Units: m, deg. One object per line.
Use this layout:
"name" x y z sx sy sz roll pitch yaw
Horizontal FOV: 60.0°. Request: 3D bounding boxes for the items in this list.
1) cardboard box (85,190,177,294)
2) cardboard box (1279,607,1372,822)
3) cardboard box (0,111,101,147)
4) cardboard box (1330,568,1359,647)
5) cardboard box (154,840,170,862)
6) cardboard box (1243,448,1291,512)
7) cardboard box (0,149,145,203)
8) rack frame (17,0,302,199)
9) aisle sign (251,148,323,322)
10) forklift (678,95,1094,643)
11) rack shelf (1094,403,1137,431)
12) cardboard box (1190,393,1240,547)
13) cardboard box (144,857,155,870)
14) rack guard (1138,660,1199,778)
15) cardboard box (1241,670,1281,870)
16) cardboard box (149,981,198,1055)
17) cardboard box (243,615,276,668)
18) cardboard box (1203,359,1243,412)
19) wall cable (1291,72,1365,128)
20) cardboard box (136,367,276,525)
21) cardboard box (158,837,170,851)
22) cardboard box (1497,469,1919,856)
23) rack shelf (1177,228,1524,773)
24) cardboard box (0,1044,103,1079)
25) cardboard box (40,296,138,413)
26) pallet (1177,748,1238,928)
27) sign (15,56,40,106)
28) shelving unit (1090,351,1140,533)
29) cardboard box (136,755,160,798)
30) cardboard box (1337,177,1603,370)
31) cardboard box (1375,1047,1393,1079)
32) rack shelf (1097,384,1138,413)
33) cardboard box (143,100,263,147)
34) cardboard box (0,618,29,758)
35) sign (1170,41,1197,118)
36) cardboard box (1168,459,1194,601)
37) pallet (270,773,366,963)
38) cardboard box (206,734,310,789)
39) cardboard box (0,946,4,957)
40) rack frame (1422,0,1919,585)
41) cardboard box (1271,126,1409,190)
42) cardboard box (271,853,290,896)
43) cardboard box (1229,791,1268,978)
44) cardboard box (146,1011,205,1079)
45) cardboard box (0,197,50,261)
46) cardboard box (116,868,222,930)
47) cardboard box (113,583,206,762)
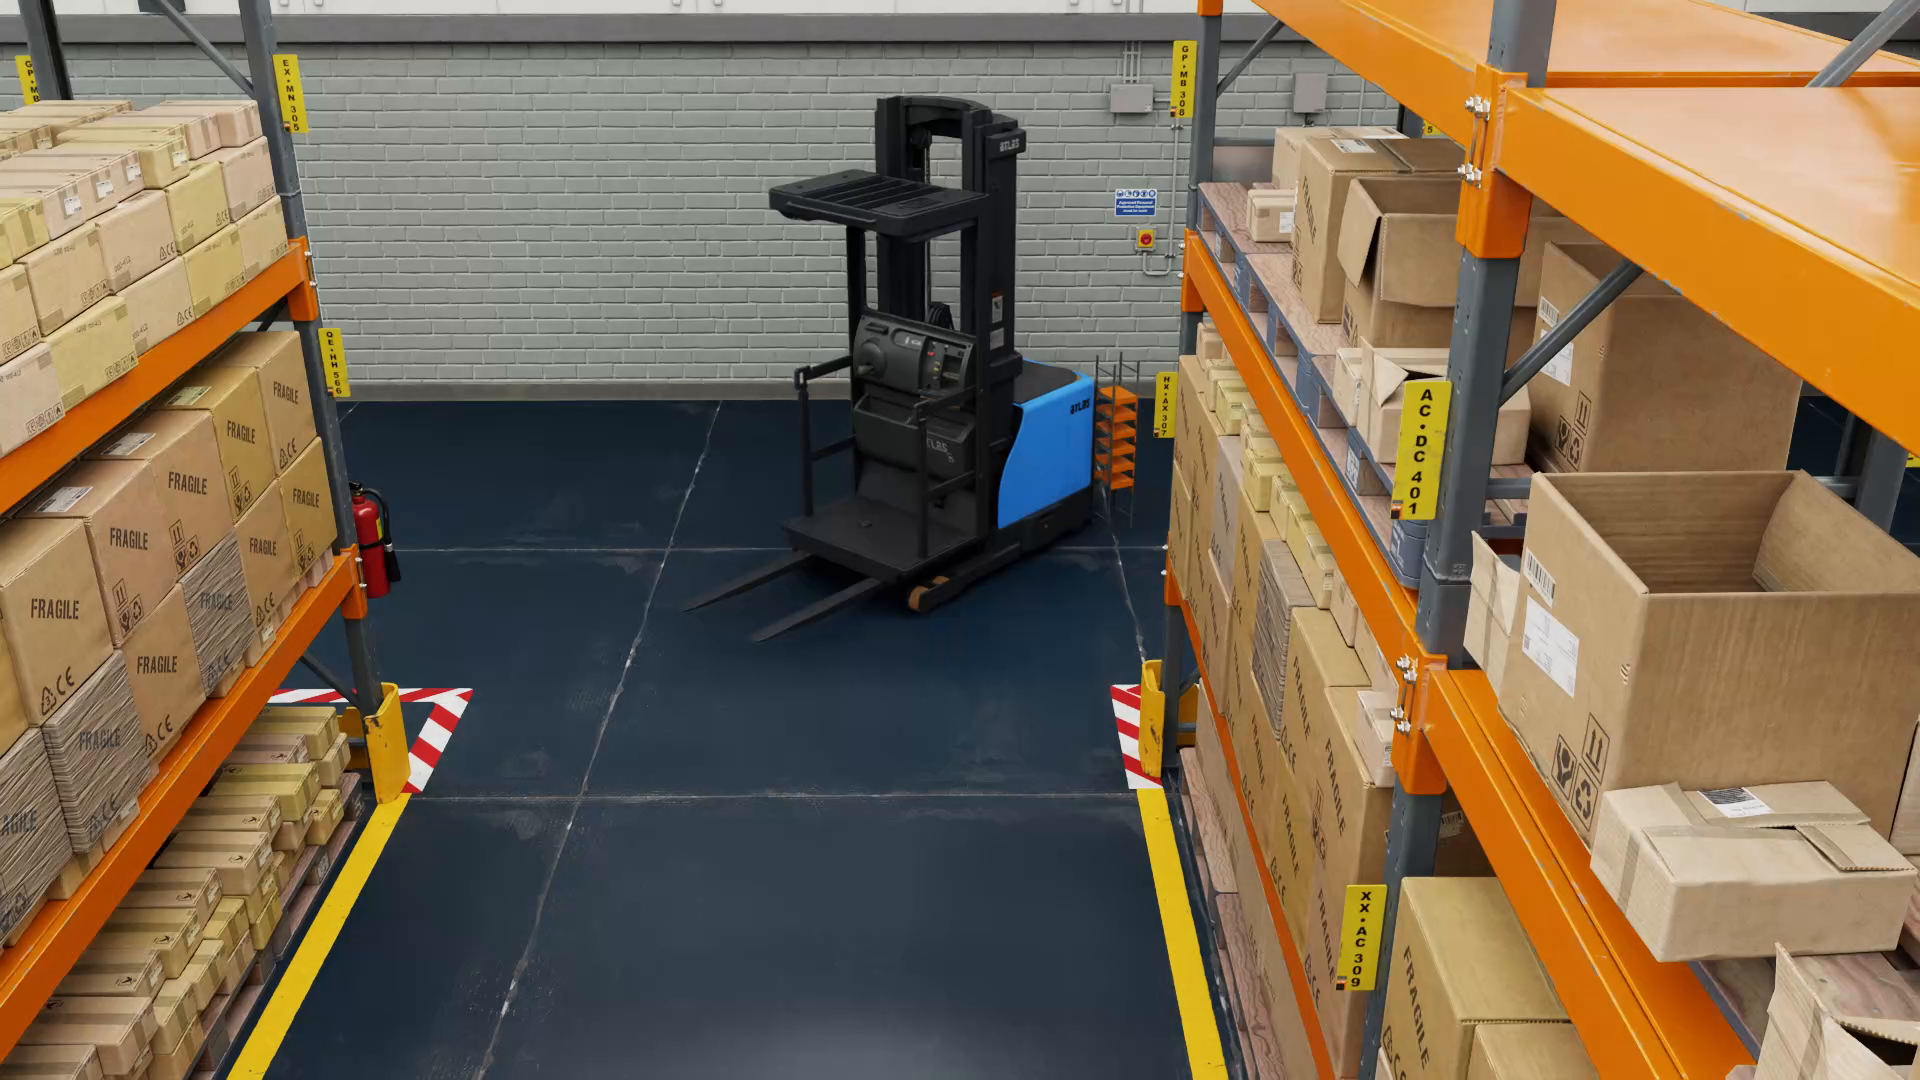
"cardboard box" -3.150 -1.060 5.890 0.500 0.250 0.500 0 24 0
"cardboard box" 1.294 0.536 5.089 0.500 0.500 0.500 -1 24 -1
"cardboard box" -3.658 -1.613 6.628 0.380 0.149 0.250 1 24 2
"cardboard box" 1.344 0.201 5.043 0.380 0.149 0.250 0 24 -1
"cardboard box" -3.221 1.369 7.172 0.380 0.149 0.250 -1 24 -1
"cardboard box" 1.231 -0.218 5.971 0.380 0.149 0.250 -1 24 -2
"cardboard box" -3.160 -1.296 5.927 0.380 0.149 0.250 -1 24 -2
"rack frame" -3.419 -2.878 6.693 1.000 3.000 0.127 0 24 -1
"aisle sign" -3.120 -1.360 7.463 0.394 0.787 0.004 0 24 -1
"forklift" -0.431 -1.116 10.161 1.130 2.935 3.031 19 31 36
"rack shelf" 1.045 -0.836 11.166 0.180 0.103 0.258 -11 27 -24
"cardboard box" 1.263 -0.298 6.933 0.500 0.500 0.500 -1 24 -2
"cardboard box" -3.746 1.496 7.252 0.380 0.149 0.250 0 24 0
"rack guard" 1.529 0.921 8.608 1.175 0.500 0.348 0 24 -1
"cardboard box" 1.281 0.785 5.753 0.500 0.500 0.500 -1 24 -1
"cardboard box" -3.110 1.792 6.237 0.380 0.149 0.250 0 24 -1
"cardboard box" -3.124 0.414 7.000 0.380 0.149 0.250 0 24 1
"cardboard box" 1.219 -0.642 6.908 0.380 0.149 0.250 0 24 1
"wall cable" 2.863 -3.006 13.023 0.588 1.984 0.122 0 24 -1
"cardboard box" -3.160 -0.385 6.766 0.500 0.500 0.500 -1 24 -2
"cardboard box" -3.632 1.258 7.417 0.380 0.149 0.250 0 24 0
"cardboard box" 1.293 0.201 2.895 0.500 0.500 0.500 -1 24 -2
"rack shelf" 1.551 -0.423 5.779 1.077 0.370 4.000 0 24 -1
"cardboard box" -3.193 1.872 5.698 0.380 0.149 0.250 -1 24 -2
"cardboard box" -3.119 -0.623 5.530 0.500 0.250 0.500 1 24 2
"pallet" 1.617 1.391 7.918 1.003 0.211 1.213 0 24 -1
"sign" -3.962 -1.907 7.126 0.100 0.325 0.005 0 24 -1
"shelving unit" 1.044 -0.657 11.246 0.189 1.200 0.258 -11 27 -24
"cardboard box" -3.164 0.847 6.042 0.380 0.149 0.250 1 24 1
"cardboard box" 1.526 -0.766 4.908 0.797 0.503 0.637 2 24 4
"cardboard box" 1.296 1.463 3.951 0.500 0.250 0.500 -1 24 -2
"rack shelf" 1.045 -0.945 11.116 0.180 0.103 0.258 -11 27 -24
"cardboard box" -3.122 -1.717 6.857 0.380 0.149 0.250 0 24 -1
"cardboard box" -3.158 0.466 4.883 0.500 0.500 0.500 -1 24 -2
"sign" 0.975 -2.009 7.256 0.100 0.325 0.005 0 24 -1
"cardboard box" 1.248 -0.055 7.610 0.500 0.500 0.500 0 24 -1
"pallet" -3.445 1.492 7.694 1.003 0.211 1.213 0 24 -1
"cardboard box" -3.215 1.013 7.599 0.380 0.149 0.250 0 24 0
"cardboard box" -3.184 1.284 5.075 0.380 0.149 0.250 -1 24 -3
"rack frame" 1.573 -1.294 3.190 1.000 3.000 0.127 0 24 -1
"cardboard box" 1.624 -1.559 6.967 0.500 0.250 0.500 -2 24 -5
"cardboard box" -3.168 1.495 7.253 0.380 0.149 0.250 0 24 0
"cardboard box" 1.655 1.416 7.078 0.875 0.438 0.875 0 24 1
"cardboard box" -3.113 1.925 6.303 0.380 0.149 0.250 -1 24 -2
"cardboard box" -3.119 -0.975 5.217 0.380 0.149 0.250 -1 24 -2
"cardboard box" -3.195 1.445 6.642 0.380 0.149 0.250 -1 24 -2
"cardboard box" -3.146 0.485 6.055 0.500 0.500 0.500 1 24 2
